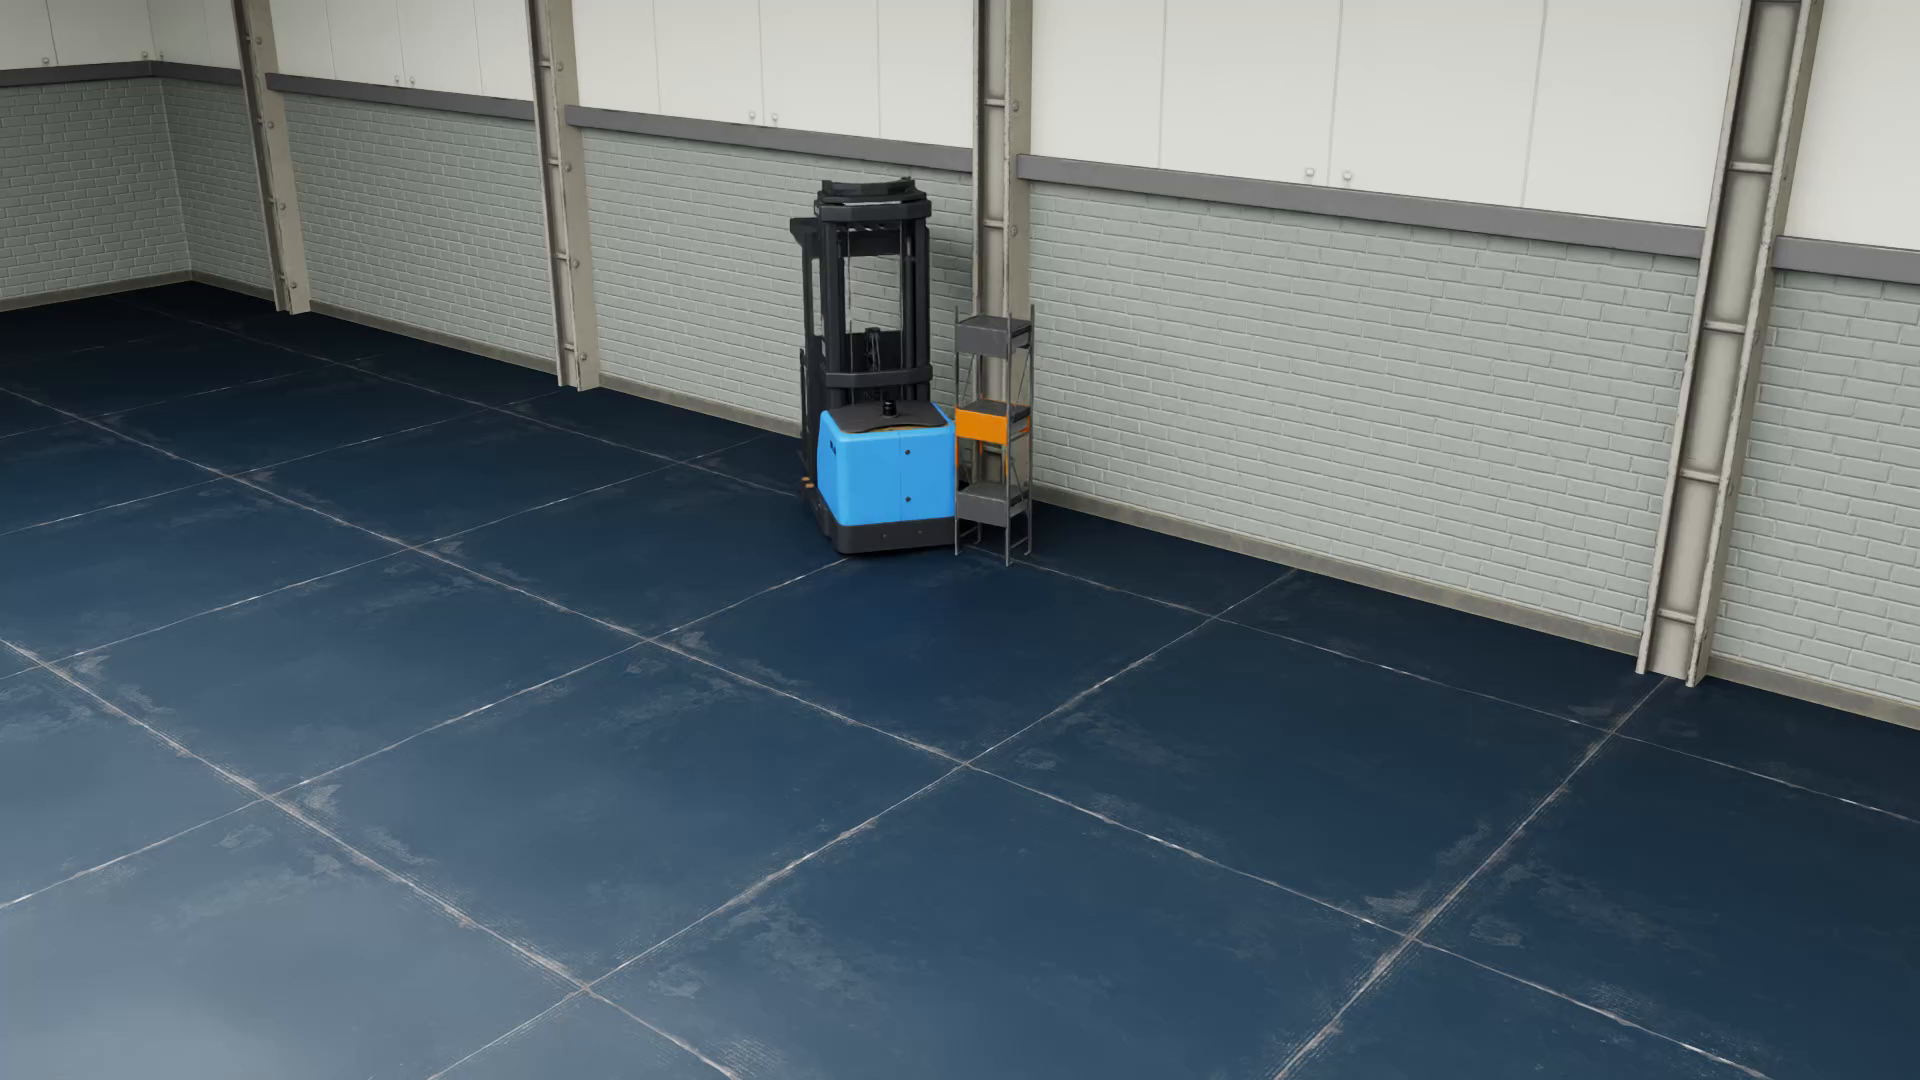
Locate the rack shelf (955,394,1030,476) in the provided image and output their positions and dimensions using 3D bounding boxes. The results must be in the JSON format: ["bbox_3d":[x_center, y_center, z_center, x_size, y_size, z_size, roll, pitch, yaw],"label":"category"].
[{"bbox_3d":[0.275,-0.858,13.503,0.480,0.518,0.431,12,24,29],"label":"rack shelf"}]

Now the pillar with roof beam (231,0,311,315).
[{"bbox_3d":[-11.664,-6.117,17.637,0.400,9.000,9.100,16,26,36],"label":"pillar with roof beam"}]

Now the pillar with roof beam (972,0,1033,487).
[{"bbox_3d":[-2.368,-3.440,10.537,0.400,9.000,9.100,16,26,36],"label":"pillar with roof beam"}]

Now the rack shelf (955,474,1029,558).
[{"bbox_3d":[0.278,-0.203,13.749,0.480,0.518,0.431,12,24,29],"label":"rack shelf"}]

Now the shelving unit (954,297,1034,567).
[{"bbox_3d":[0.275,-0.871,13.499,0.503,2.100,0.431,12,24,29],"label":"shelving unit"}]

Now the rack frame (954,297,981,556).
[{"bbox_3d":[0.067,-0.915,13.618,0.015,2.100,0.400,12,24,29],"label":"rack frame"}]

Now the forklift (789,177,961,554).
[{"bbox_3d":[-0.862,-1.747,14.648,1.130,2.935,3.031,-5,21,-14],"label":"forklift"}]

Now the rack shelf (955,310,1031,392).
[{"bbox_3d":[0.273,-1.513,13.258,0.480,0.518,0.431,12,24,29],"label":"rack shelf"}]

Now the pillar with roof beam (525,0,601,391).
[{"bbox_3d":[-7.016,-4.779,14.087,0.400,9.000,9.100,16,26,36],"label":"pillar with roof beam"}]

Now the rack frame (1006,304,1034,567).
[{"bbox_3d":[0.484,-0.827,13.379,0.015,2.100,0.400,12,24,29],"label":"rack frame"}]

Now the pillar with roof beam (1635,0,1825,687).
[{"bbox_3d":[2.281,-2.102,6.988,0.400,9.000,9.100,16,26,36],"label":"pillar with roof beam"}]
